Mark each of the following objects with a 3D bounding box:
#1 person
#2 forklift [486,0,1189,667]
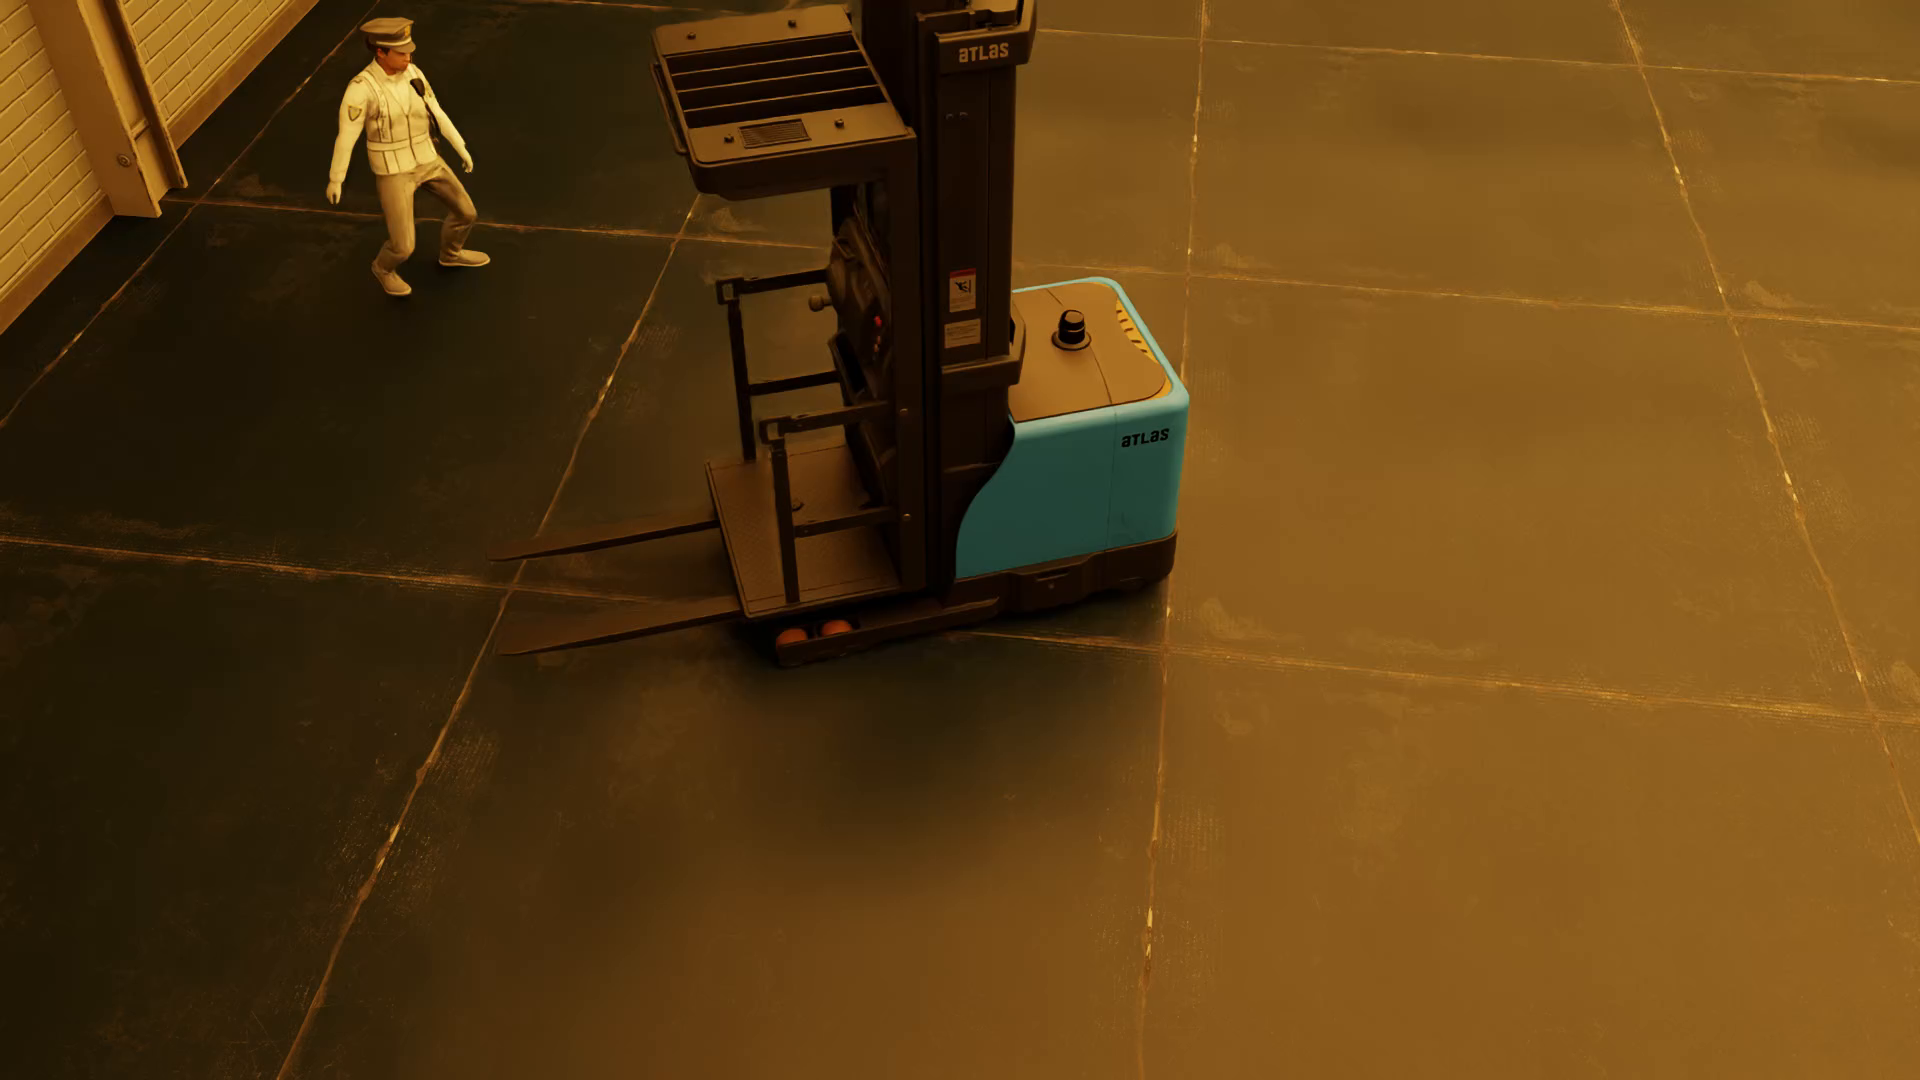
[{"bbox_3d":[-3.021,-2.014,8.929,0.456,1.578,0.810,32,51,30],"label":"person"},{"bbox_3d":[-0.593,-0.928,6.734,3.031,2.935,1.130,-11,44,-12],"label":"forklift"}]
